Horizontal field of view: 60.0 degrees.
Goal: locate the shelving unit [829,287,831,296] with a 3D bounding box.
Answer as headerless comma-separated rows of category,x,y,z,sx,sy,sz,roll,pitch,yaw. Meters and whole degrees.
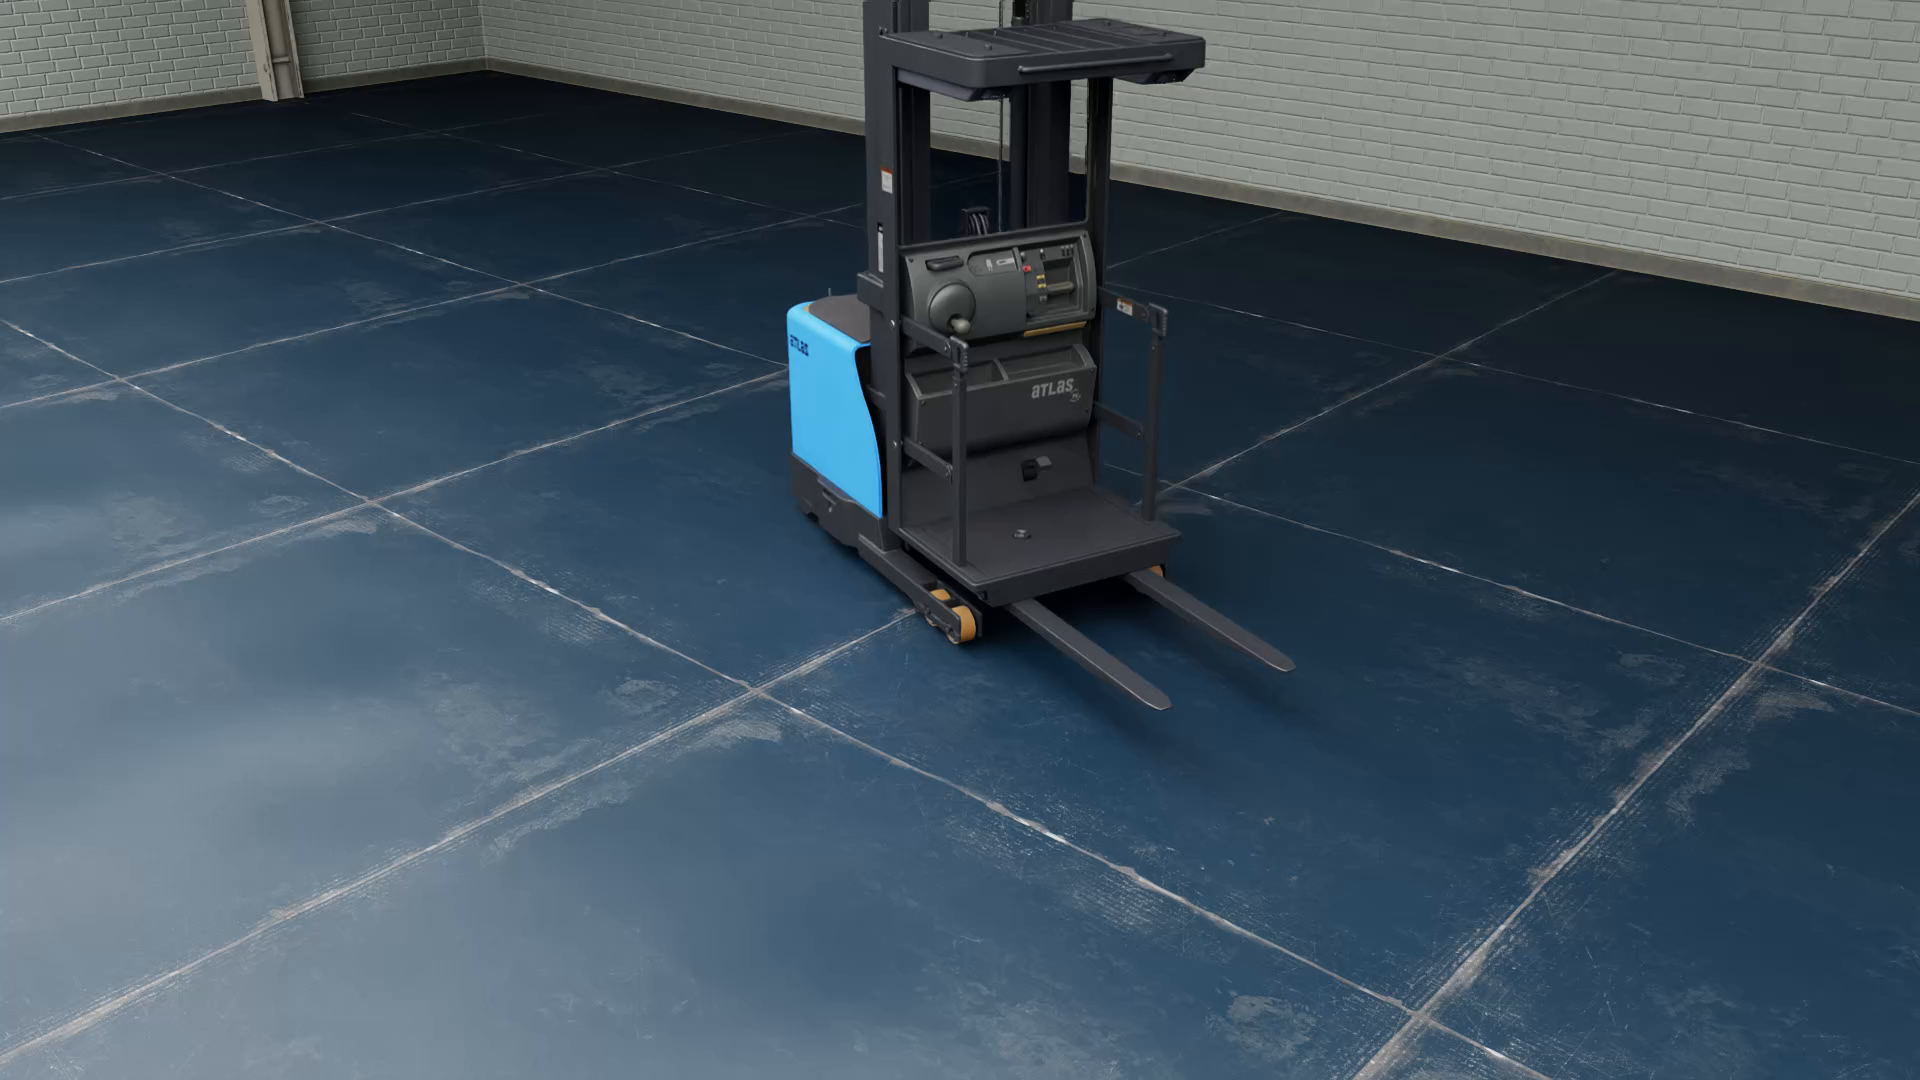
shelving unit,-0.521,-0.819,8.793,0.252,1.050,0.215,-14,27,-28

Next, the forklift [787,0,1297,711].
forklift,0.295,-1.098,7.115,1.130,2.935,3.031,-13,27,-27

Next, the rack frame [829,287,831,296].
rack frame,-0.626,-0.794,8.737,0.008,1.050,0.200,-14,27,-28

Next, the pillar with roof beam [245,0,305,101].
pillar with roof beam,-5.043,-8.320,15.807,9.100,9.000,0.400,20,31,38
